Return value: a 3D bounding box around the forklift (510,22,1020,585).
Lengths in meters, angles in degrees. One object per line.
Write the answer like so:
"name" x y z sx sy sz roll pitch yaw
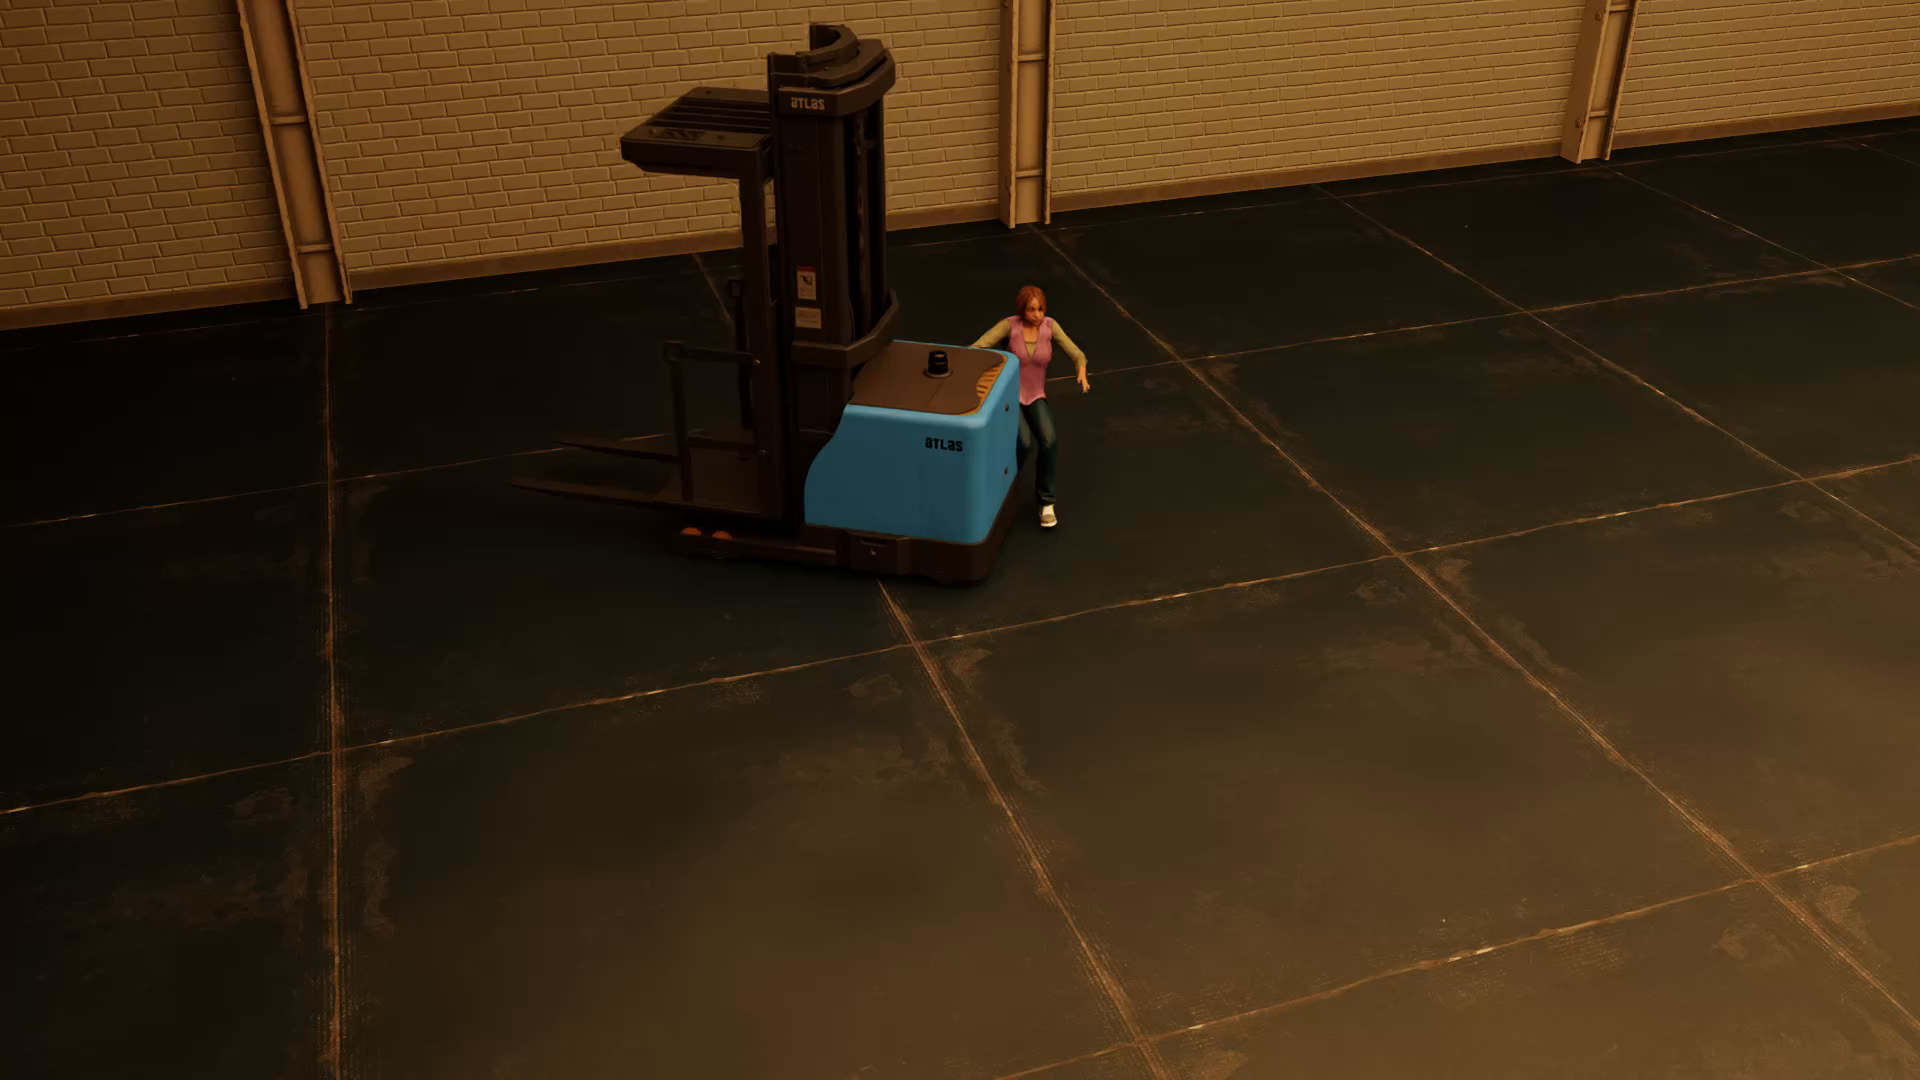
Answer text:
"forklift" -1.207 -1.399 9.519 3.031 2.935 1.130 7 31 12

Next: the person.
"person" 0.450 -0.811 10.083 0.742 1.381 0.753 -11 32 -18
